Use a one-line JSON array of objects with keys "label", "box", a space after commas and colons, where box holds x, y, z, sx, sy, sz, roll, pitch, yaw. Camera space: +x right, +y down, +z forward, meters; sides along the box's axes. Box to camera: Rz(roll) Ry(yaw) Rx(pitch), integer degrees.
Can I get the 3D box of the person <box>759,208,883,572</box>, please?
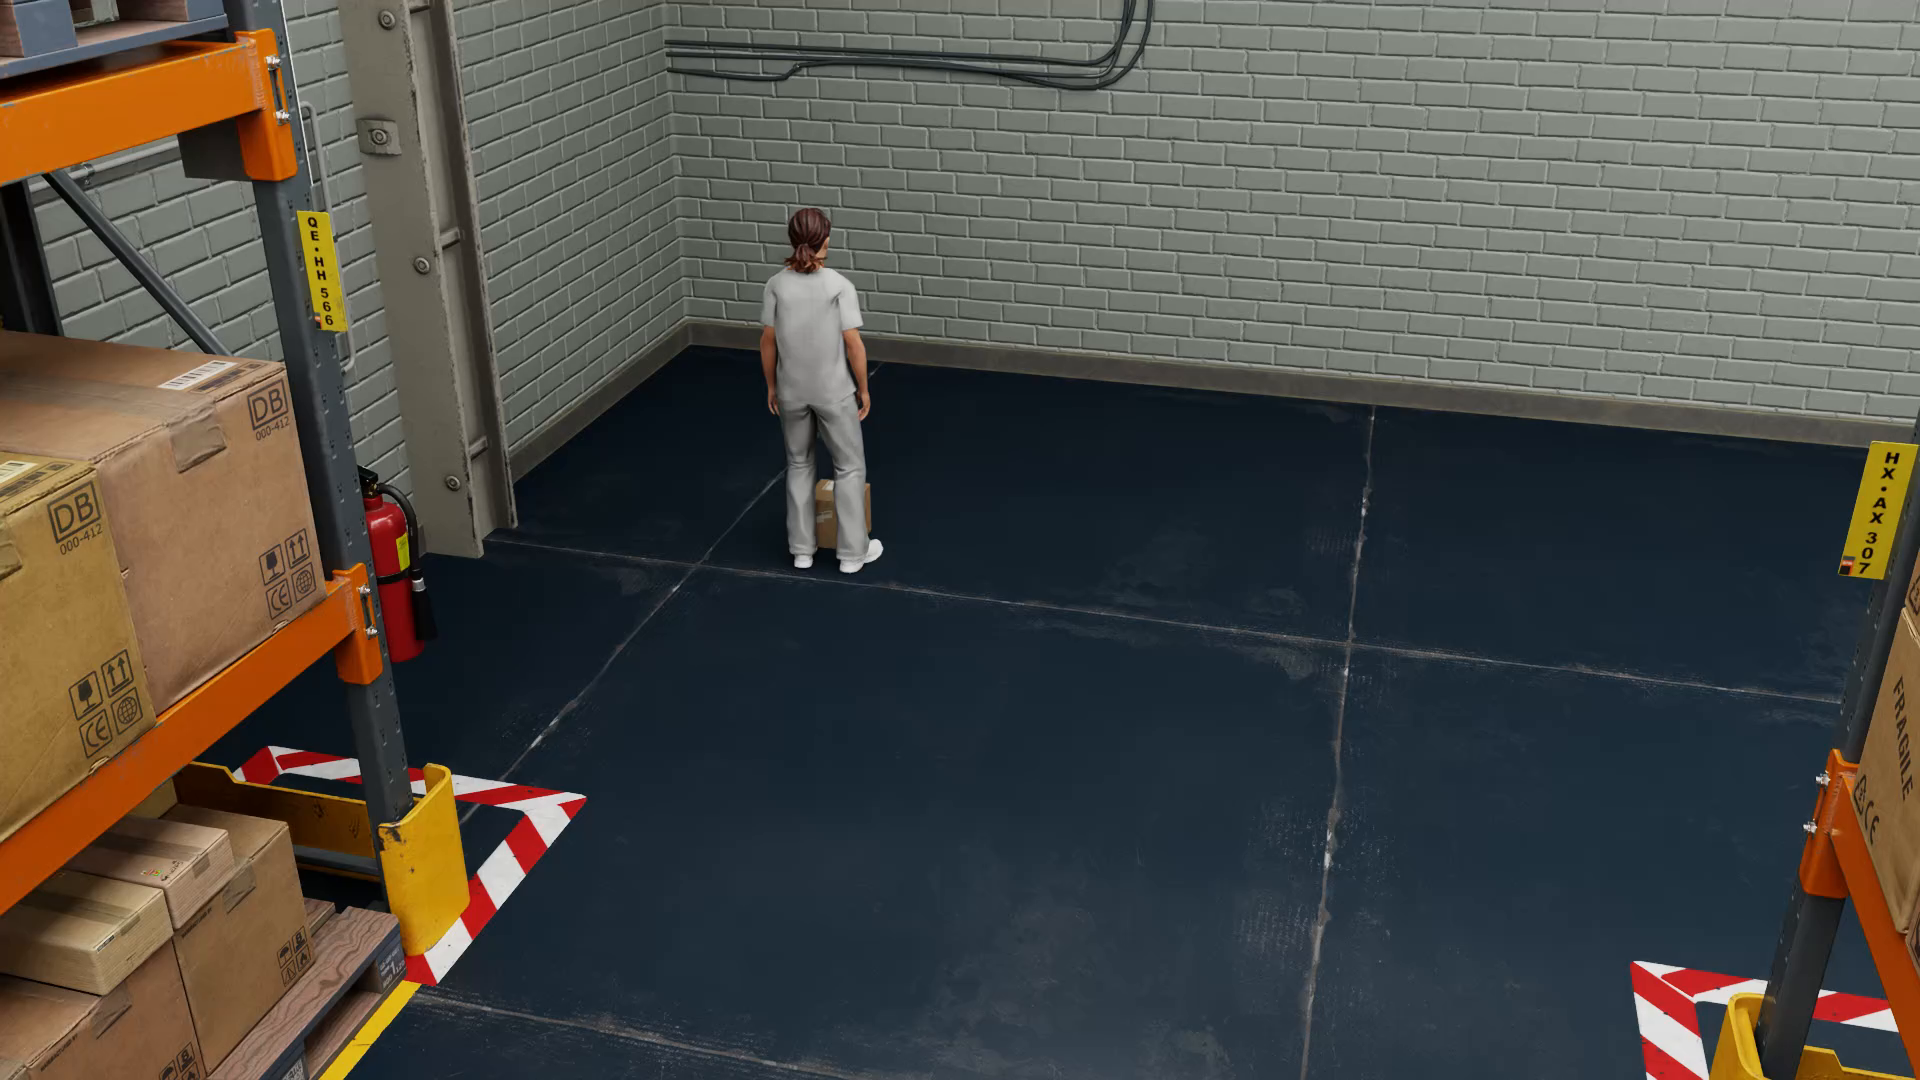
[{"label": "person", "box": [-0.637, -0.659, 7.498, 0.500, 1.671, 0.364, 5, 26, 11]}]
